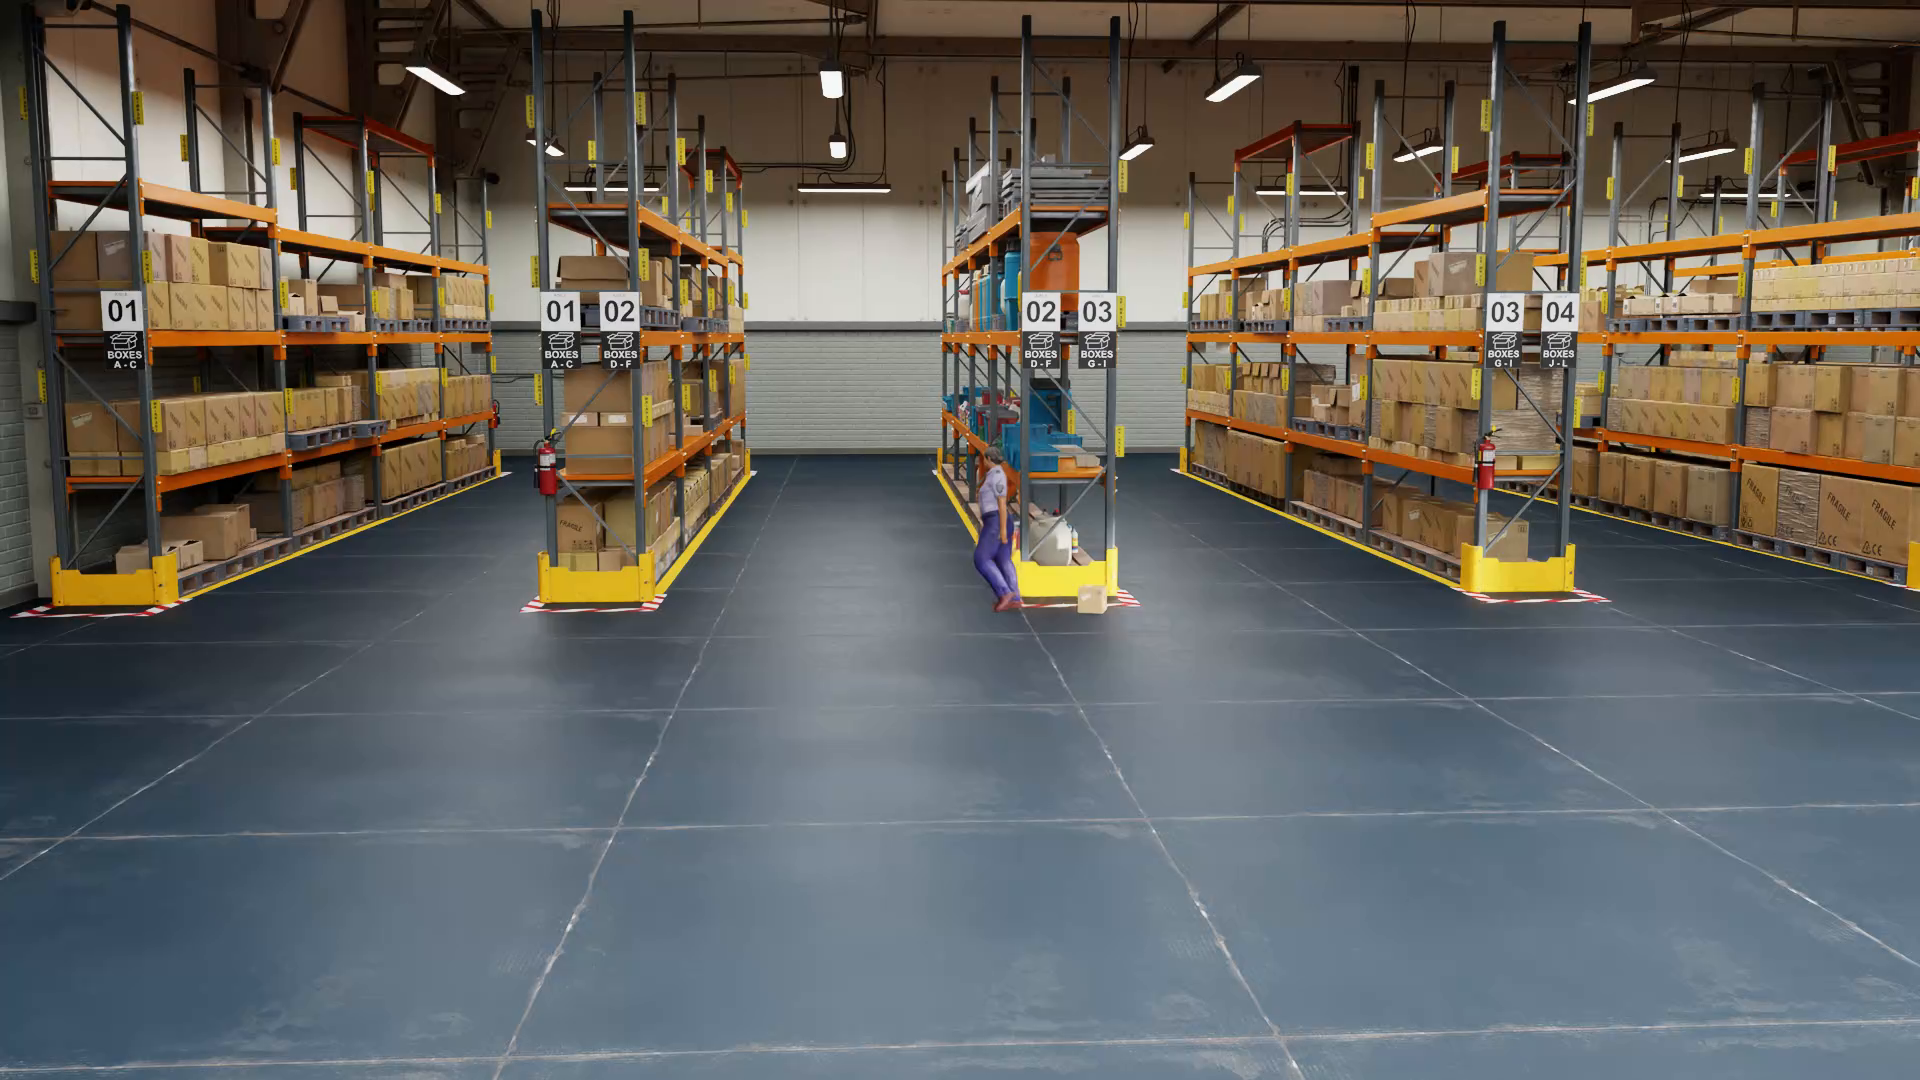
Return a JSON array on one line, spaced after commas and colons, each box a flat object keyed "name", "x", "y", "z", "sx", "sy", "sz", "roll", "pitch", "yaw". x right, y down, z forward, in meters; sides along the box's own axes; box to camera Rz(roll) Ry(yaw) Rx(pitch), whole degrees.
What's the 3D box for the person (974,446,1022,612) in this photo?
[{"name": "person", "x": 0.382, "y": -0.108, "z": 16.649, "sx": 0.483, "sy": 1.623, "sz": 0.608, "roll": 0, "pitch": 7, "yaw": 2}]
